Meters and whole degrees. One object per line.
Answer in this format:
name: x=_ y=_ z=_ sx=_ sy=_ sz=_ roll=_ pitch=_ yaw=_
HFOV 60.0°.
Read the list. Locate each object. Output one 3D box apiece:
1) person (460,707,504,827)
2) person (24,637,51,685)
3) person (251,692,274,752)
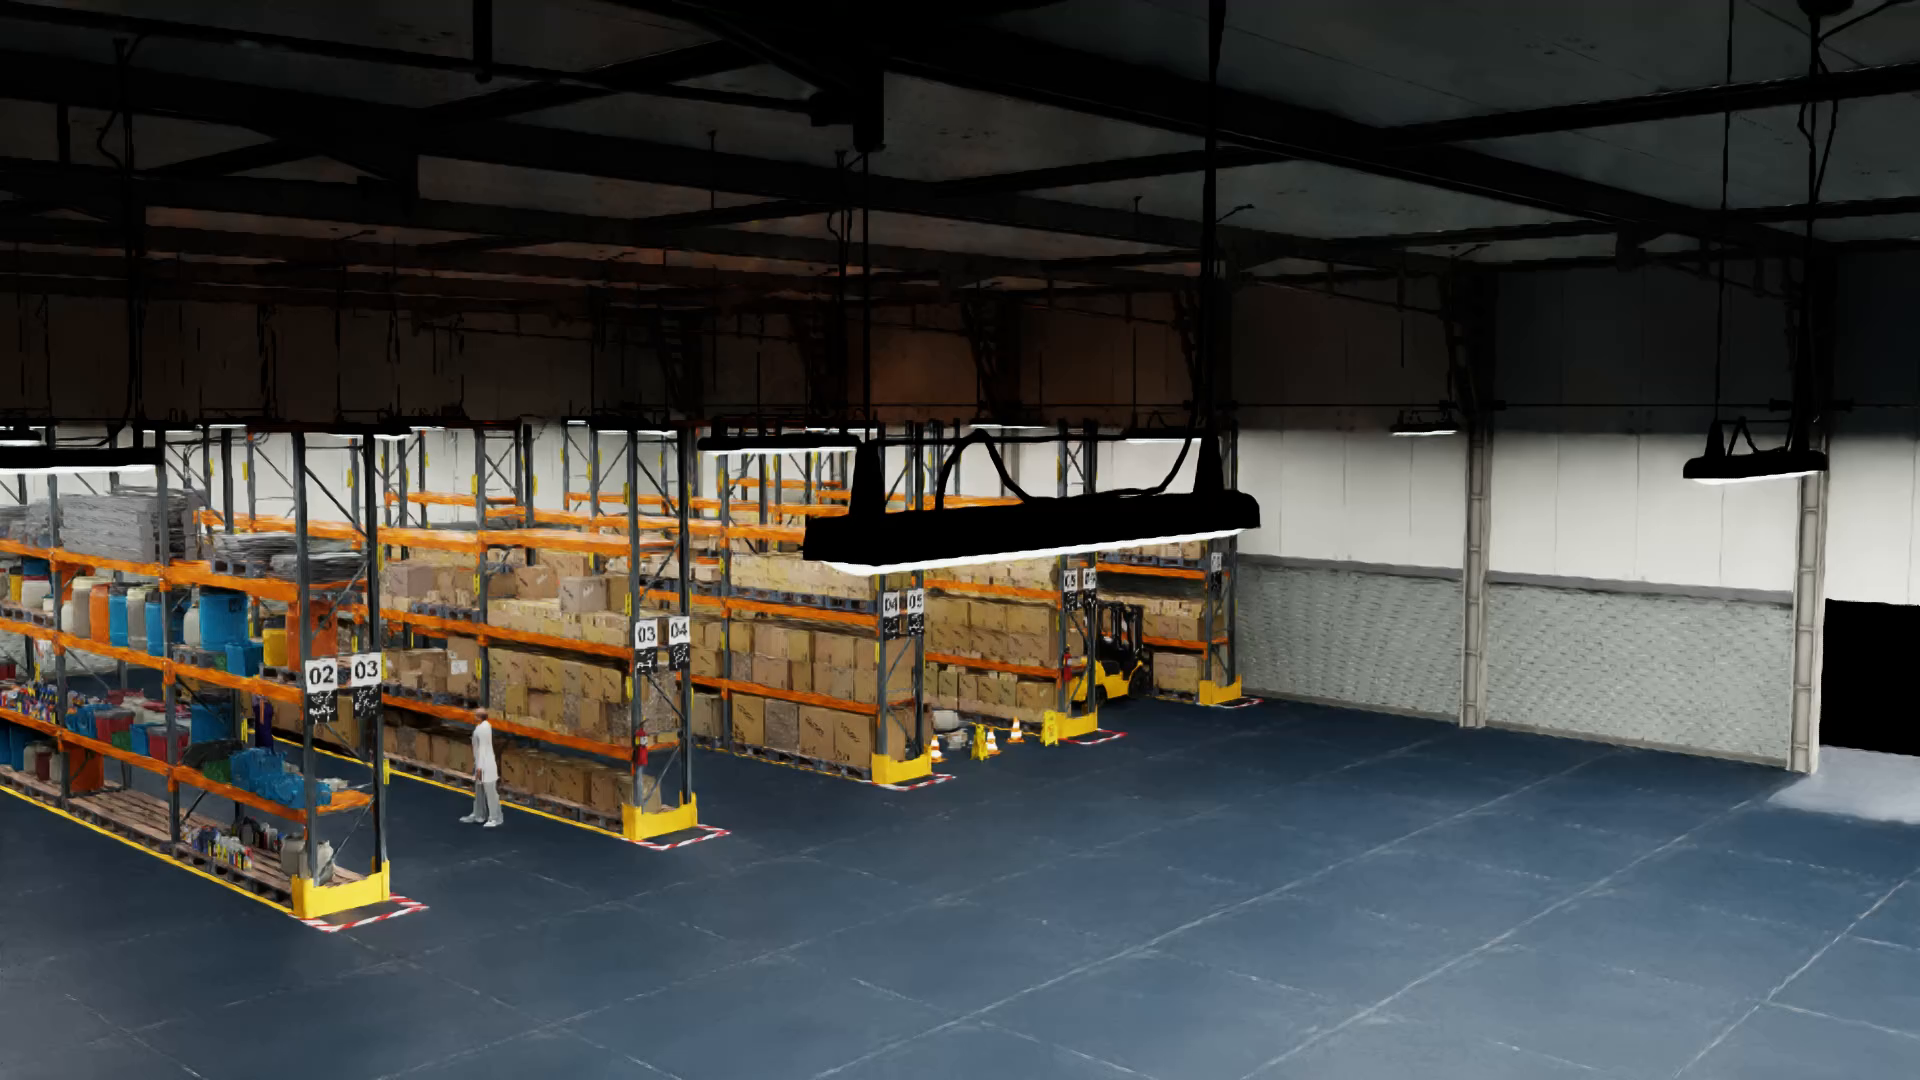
person: x=-7.199 y=3.384 z=24.969 sx=0.636 sy=1.775 sz=0.677 roll=-1 pitch=5 yaw=-16
person: x=-20.489 y=2.436 z=36.921 sx=0.507 sy=1.739 sz=0.712 roll=-1 pitch=5 yaw=-14
person: x=-12.463 y=3.085 z=29.586 sx=0.463 sy=1.650 sz=0.523 roll=-2 pitch=5 yaw=-18
